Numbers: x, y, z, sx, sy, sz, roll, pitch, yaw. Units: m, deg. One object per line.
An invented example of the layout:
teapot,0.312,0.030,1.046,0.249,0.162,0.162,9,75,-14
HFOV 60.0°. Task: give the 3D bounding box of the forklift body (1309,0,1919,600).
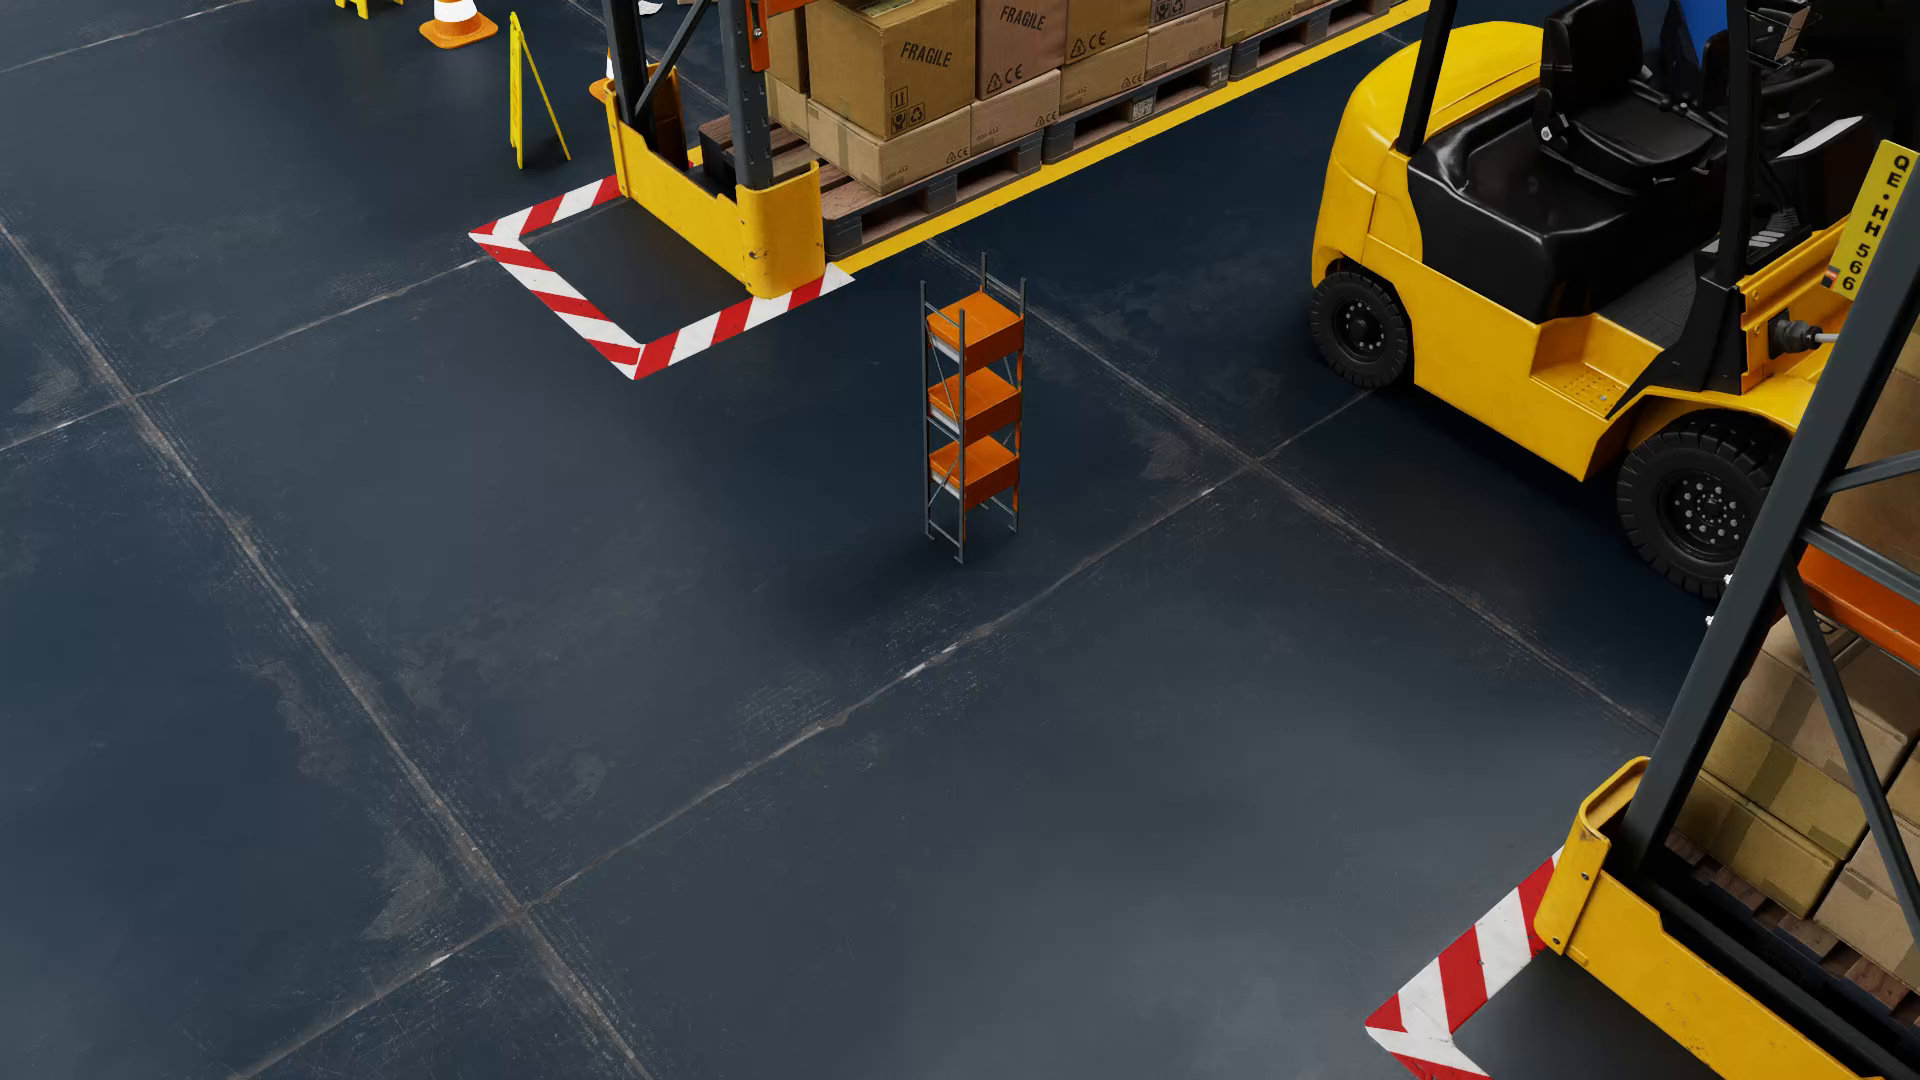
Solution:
forklift body,2.372,-1.284,5.547,1.214,2.155,2.313,-30,51,-28

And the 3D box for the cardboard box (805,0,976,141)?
cardboard box,-0.285,-2.052,6.898,0.500,0.500,0.500,-32,52,-29

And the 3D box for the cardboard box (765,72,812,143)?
cardboard box,-0.633,-2.065,7.460,0.500,0.250,0.500,-30,51,-28

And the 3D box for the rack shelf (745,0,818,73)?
rack shelf,0.435,-3.024,7.304,4.000,0.370,1.077,-30,51,-28

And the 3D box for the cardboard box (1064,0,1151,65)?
cardboard box,0.503,-2.500,7.375,0.500,0.500,0.500,-29,50,-27

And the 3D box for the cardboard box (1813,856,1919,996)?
cardboard box,2.591,0.933,4.267,0.500,0.250,0.500,-30,51,-28

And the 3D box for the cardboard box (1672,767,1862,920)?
cardboard box,2.246,0.674,4.543,0.500,0.250,0.500,-29,51,-28

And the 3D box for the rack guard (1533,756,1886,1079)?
rack guard,2.070,1.119,4.194,0.348,0.500,1.175,-30,51,-28

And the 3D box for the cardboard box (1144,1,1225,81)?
cardboard box,0.893,-2.455,7.874,0.500,0.250,0.500,-29,50,-27

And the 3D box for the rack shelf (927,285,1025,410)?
rack shelf,0.041,-0.605,5.229,0.240,0.259,0.215,-30,51,-28

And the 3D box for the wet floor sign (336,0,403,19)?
wet floor sign,-3.104,-3.052,8.528,0.267,0.644,0.232,30,51,28

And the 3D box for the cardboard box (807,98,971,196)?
cardboard box,-0.303,-1.768,7.143,0.500,0.250,0.500,-30,51,-28

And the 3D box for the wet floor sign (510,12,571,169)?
wet floor sign,-1.931,-2.028,7.438,0.232,0.644,0.267,-14,45,-14

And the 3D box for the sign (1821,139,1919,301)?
sign,1.751,-0.602,3.182,0.005,0.325,0.100,-30,51,-28

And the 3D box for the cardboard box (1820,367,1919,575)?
cardboard box,2.297,-0.193,3.692,0.500,0.500,0.500,-31,51,-29

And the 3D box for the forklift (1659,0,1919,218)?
forklift,3.782,-2.508,6.279,1.130,2.935,3.031,7,44,7

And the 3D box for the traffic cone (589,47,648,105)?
traffic cone,-1.597,-2.349,7.914,0.334,0.463,0.336,-30,51,-28

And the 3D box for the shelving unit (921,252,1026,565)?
shelving unit,0.041,-0.406,5.416,0.252,1.050,0.215,-30,51,-28

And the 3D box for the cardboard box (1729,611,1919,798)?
cardboard box,2.241,0.316,4.194,0.500,0.250,0.500,-28,50,-27

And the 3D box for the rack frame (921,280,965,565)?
rack frame,-0.053,-0.353,5.359,0.008,1.050,0.200,-30,51,-28

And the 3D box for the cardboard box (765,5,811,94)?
cardboard box,-0.652,-2.321,7.184,0.500,0.500,0.500,-29,51,-28

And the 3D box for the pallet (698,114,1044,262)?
pallet,-0.395,-1.763,7.473,1.213,0.211,1.003,-30,51,-28

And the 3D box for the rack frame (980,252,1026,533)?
rack frame,0.135,-0.460,5.473,0.008,1.050,0.200,-30,51,-28

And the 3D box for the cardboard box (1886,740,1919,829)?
cardboard box,2.578,0.570,3.923,0.500,0.250,0.500,-31,51,-28

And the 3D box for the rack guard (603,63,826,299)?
rack guard,-1.041,-1.530,7.014,0.348,0.500,1.175,-30,51,-28

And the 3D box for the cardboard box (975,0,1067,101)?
cardboard box,0.113,-2.284,7.145,0.500,0.500,0.500,-32,52,-29

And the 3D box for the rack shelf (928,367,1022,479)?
rack shelf,0.041,-0.399,5.423,0.240,0.259,0.215,-30,51,-28

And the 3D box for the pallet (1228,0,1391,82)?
pallet,1.477,-2.835,8.614,1.213,0.211,1.003,-30,51,-28

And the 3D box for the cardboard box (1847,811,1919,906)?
cardboard box,2.582,0.767,4.079,0.500,0.250,0.500,-29,50,-27

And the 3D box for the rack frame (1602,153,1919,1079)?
rack frame,2.088,0.197,3.349,0.127,3.000,1.000,-30,51,-28

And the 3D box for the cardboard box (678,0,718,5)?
cardboard box,-1.390,-3.005,8.841,0.250,0.149,0.380,-7,44,-7

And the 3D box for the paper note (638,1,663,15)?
paper note,-1.651,-2.786,8.694,0.148,0.019,0.142,22,47,21

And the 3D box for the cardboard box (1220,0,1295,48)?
cardboard box,1.286,-2.676,8.109,0.500,0.250,0.500,-31,51,-29

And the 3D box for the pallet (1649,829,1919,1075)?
pallet,2.648,0.856,4.685,1.213,0.211,1.003,-30,51,-28

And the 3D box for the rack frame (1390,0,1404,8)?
rack frame,1.969,-4.165,7.993,0.127,3.000,1.000,-30,51,-28

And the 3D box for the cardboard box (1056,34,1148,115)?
cardboard box,0.504,-2.234,7.640,0.500,0.250,0.500,-26,49,-25

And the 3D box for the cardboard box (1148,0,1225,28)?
cardboard box,0.908,-2.739,7.629,0.500,0.500,0.500,-27,50,-26

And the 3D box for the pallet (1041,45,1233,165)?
pallet,0.540,-2.296,8.041,1.213,0.211,1.003,-30,51,-28

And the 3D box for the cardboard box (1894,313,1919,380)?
cardboard box,2.175,-0.375,3.412,0.250,0.149,0.380,-29,50,-27

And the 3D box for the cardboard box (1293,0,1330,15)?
cardboard box,1.688,-2.915,8.364,0.500,0.250,0.500,-28,50,-26

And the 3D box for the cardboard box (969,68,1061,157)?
cardboard box,0.093,-1.988,7.377,0.500,0.250,0.500,-28,50,-27

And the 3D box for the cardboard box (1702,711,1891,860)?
cardboard box,2.261,0.486,4.378,0.500,0.250,0.500,-30,51,-28

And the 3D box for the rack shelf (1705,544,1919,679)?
rack shelf,3.622,-0.419,4.531,4.000,0.370,1.077,-30,51,-28

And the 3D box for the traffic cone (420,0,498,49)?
traffic cone,-2.570,-2.783,8.375,0.334,0.463,0.336,-30,51,-28

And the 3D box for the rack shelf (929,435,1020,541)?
rack shelf,0.041,-0.196,5.613,0.240,0.259,0.215,-30,51,-28

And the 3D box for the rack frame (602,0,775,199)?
rack frame,-1.099,-2.408,6.123,0.127,3.000,1.000,-30,51,-28
